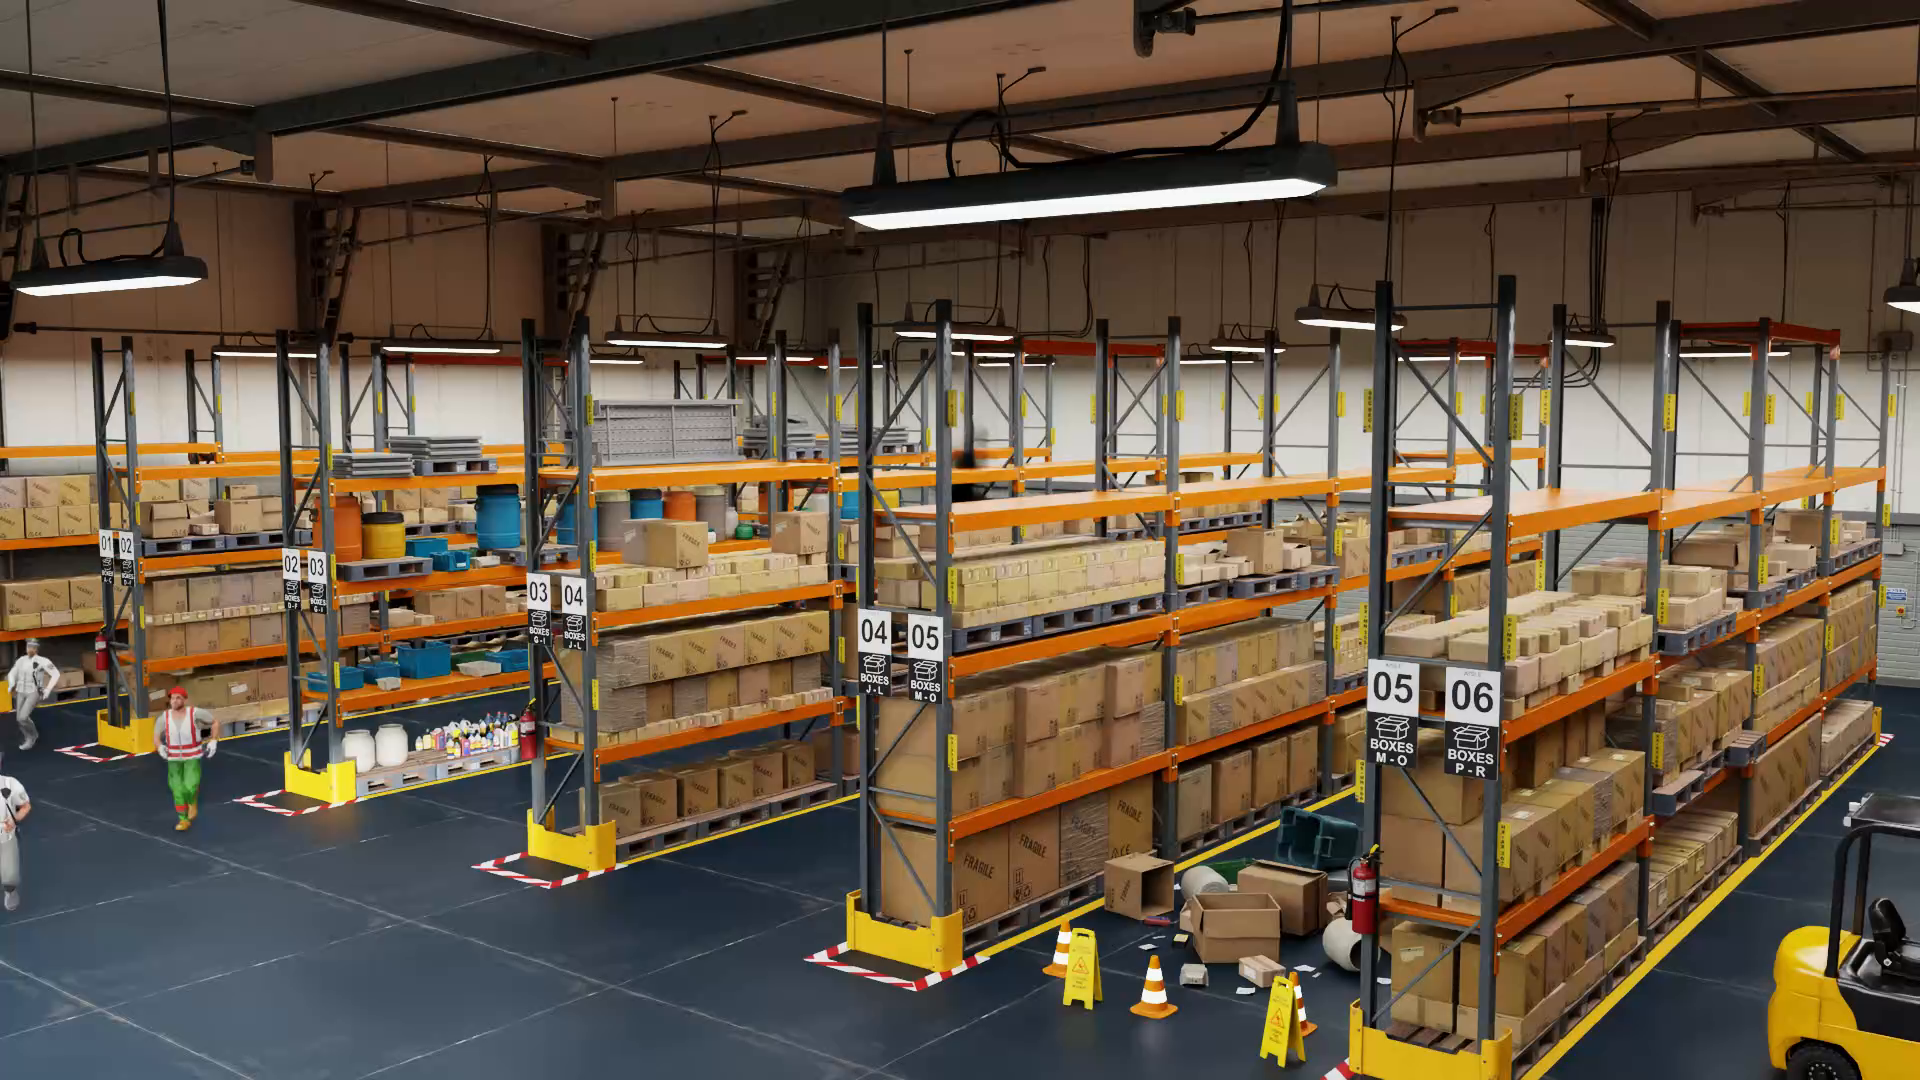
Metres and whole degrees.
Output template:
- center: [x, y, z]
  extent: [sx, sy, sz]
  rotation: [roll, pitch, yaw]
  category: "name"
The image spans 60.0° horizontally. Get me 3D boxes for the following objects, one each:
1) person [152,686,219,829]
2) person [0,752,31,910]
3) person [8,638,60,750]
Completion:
- center: [-9.153, 2.586, 19.625]
  extent: [0.697, 1.735, 0.688]
  rotation: [-1, 5, -12]
  category: "person"
- center: [-9.390, 2.894, 16.139]
  extent: [0.670, 1.734, 0.717]
  rotation: [-2, 6, -26]
  category: "person"
- center: [-13.504, 2.238, 24.156]
  extent: [0.688, 1.651, 0.541]
  rotation: [0, 5, 6]
  category: "person"
